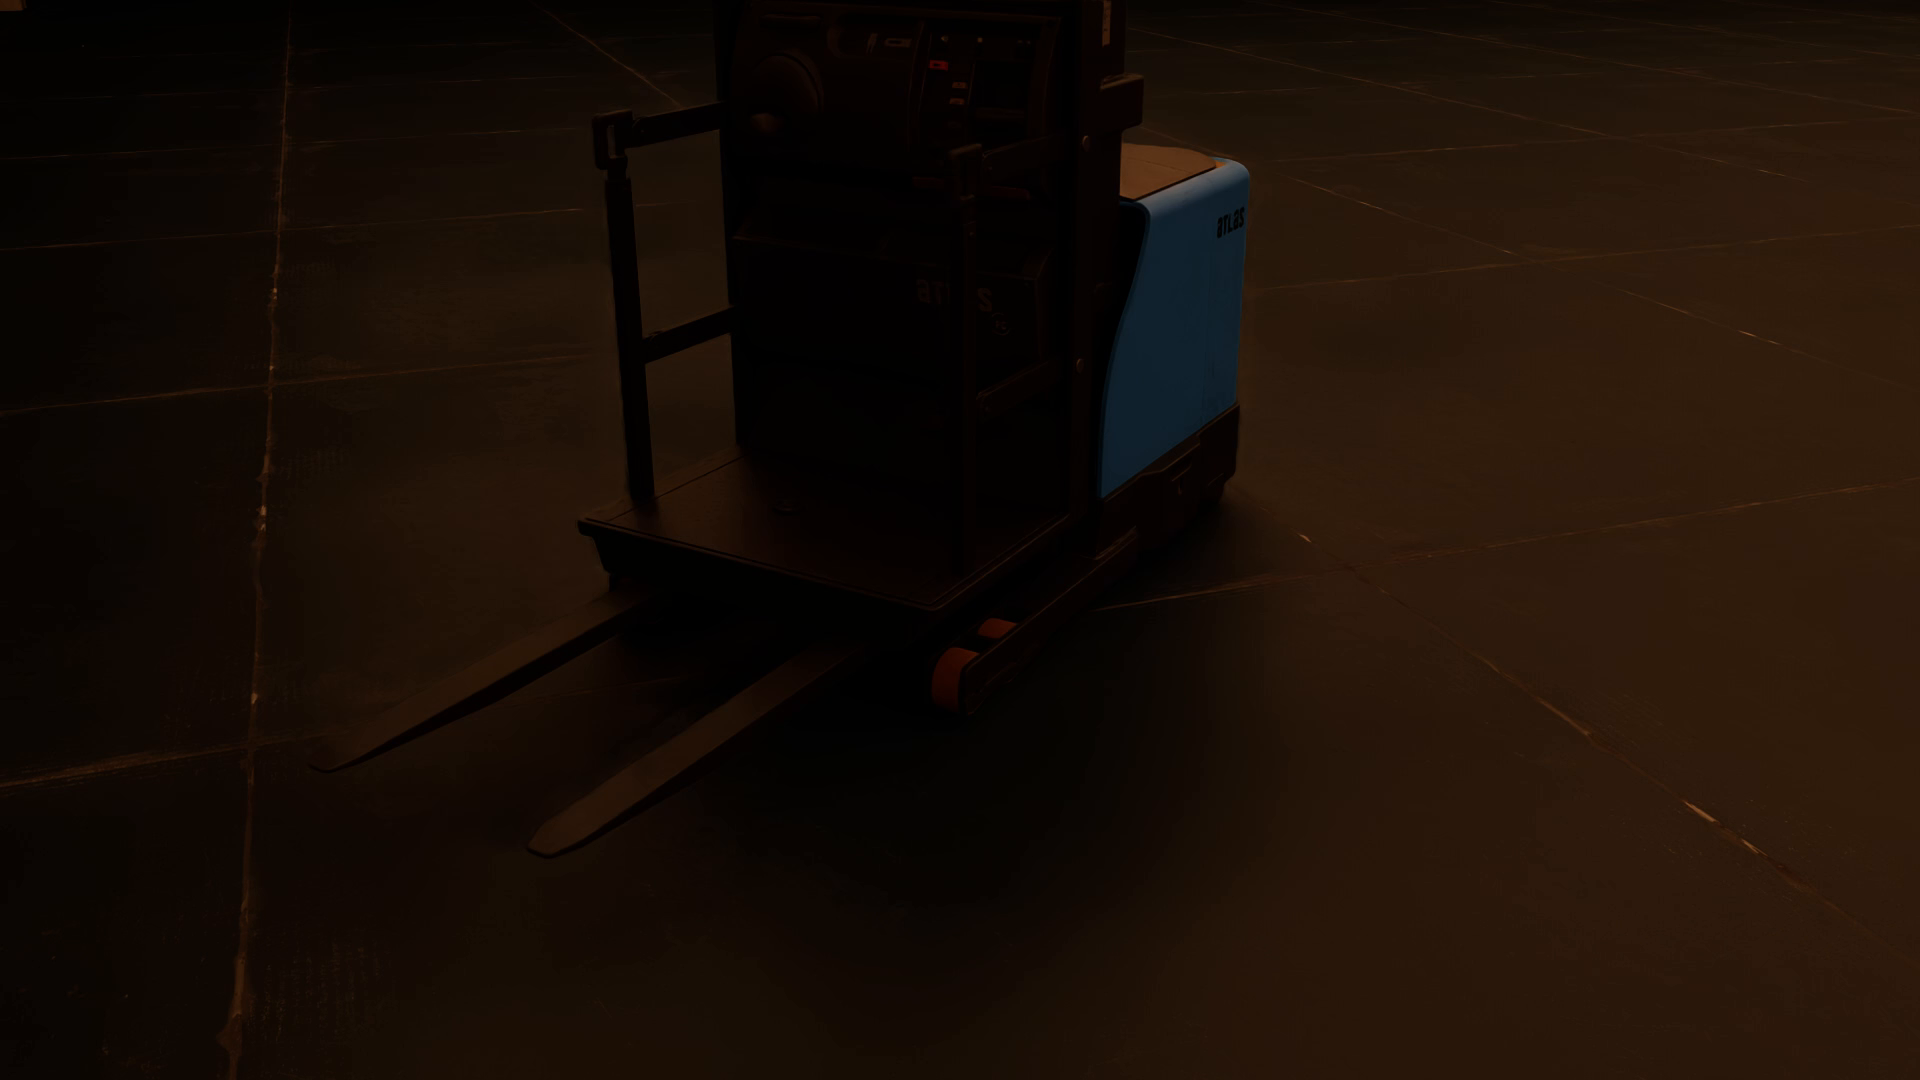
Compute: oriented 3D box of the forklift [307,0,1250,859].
[{"bbox_3d":[-0.285,-1.125,3.975,1.130,2.935,3.031,13,26,28],"label":"forklift"}]
